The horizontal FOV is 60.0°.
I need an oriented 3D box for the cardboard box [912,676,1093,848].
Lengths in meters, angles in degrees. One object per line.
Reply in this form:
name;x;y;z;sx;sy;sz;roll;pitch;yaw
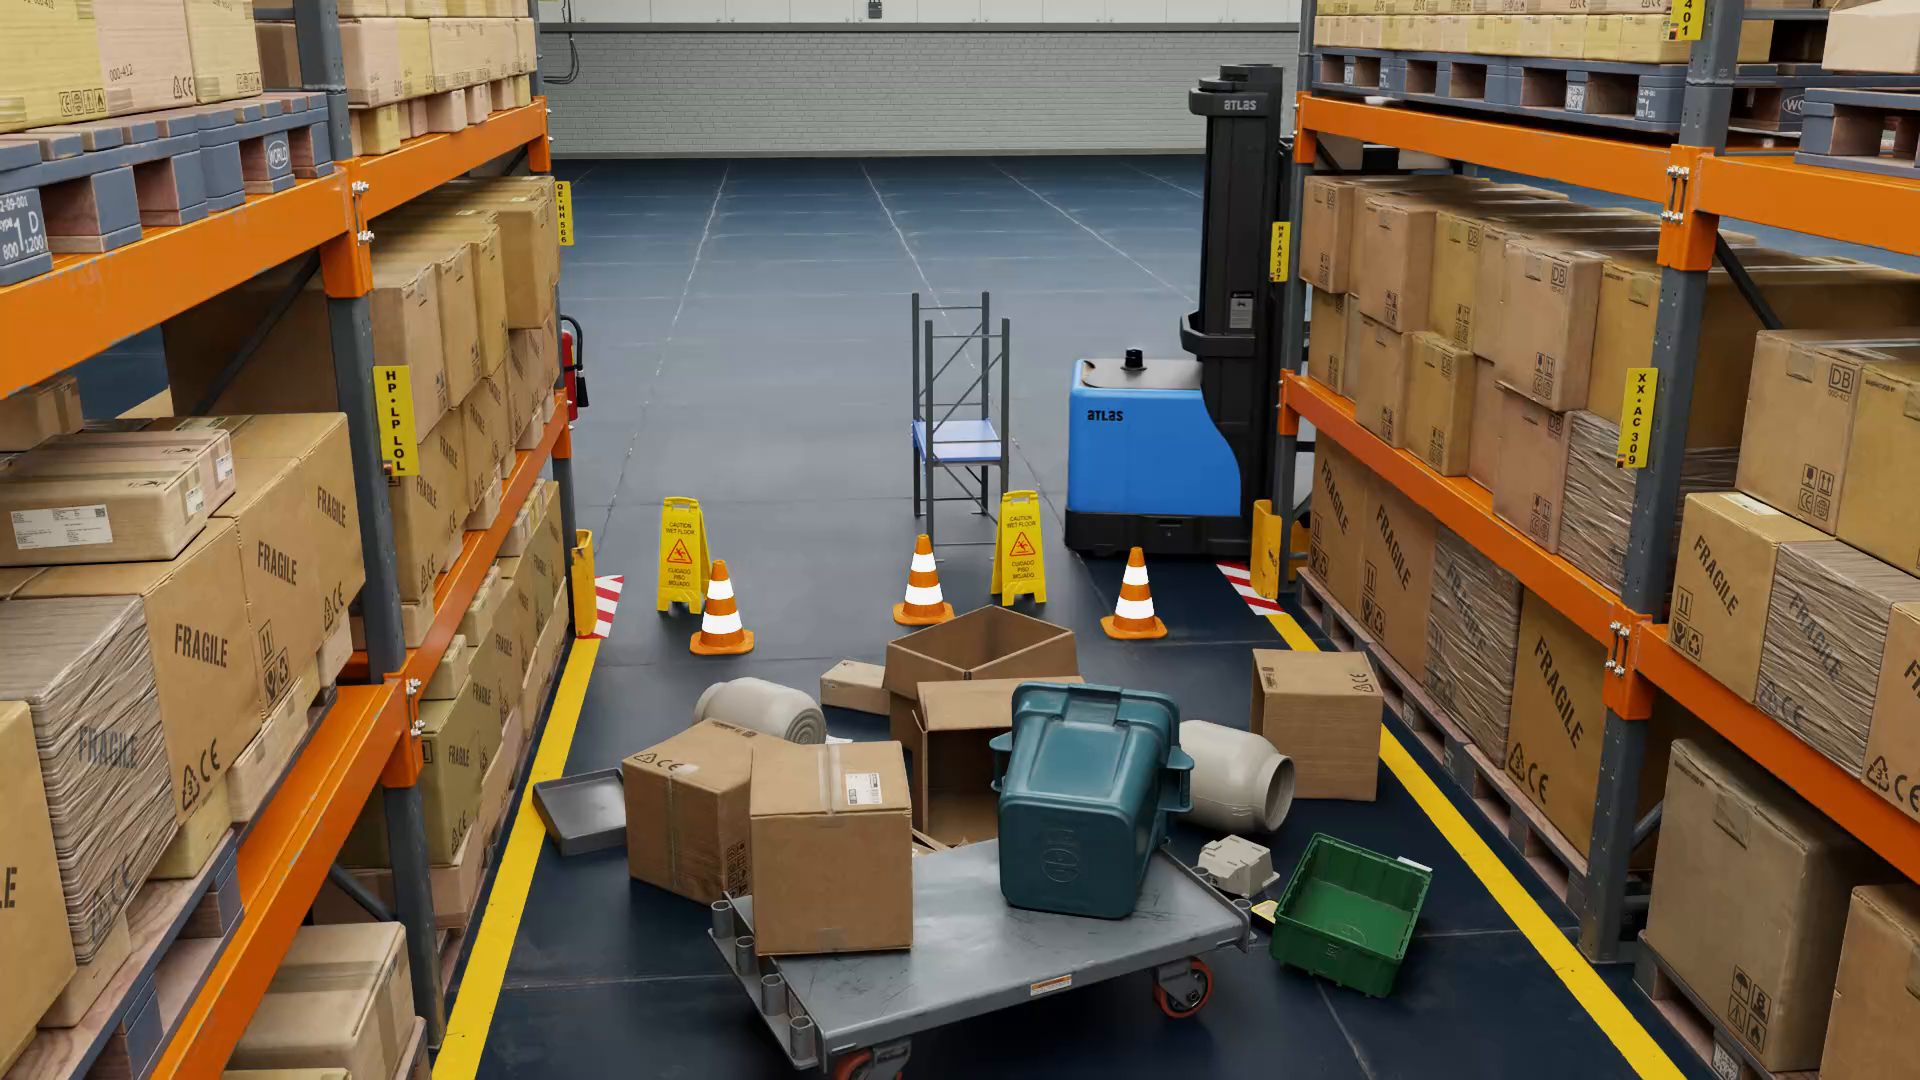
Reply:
cardboard box;0.202;0.884;6.794;0.797;0.637;0.503;-2;18;-6

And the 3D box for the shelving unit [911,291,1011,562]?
shelving unit;-0.009;-0.741;10.533;0.538;1.500;1.048;-2;18;-6

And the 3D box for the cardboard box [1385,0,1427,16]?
cardboard box;2.212;-2.445;7.335;0.500;0.250;0.500;-2;18;-6

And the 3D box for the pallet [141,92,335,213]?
pallet;-2.232;-0.928;3.932;1.213;0.211;1.003;-2;18;-6

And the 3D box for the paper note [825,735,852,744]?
paper note;-0.586;0.934;7.670;0.148;0.019;0.142;4;18;13

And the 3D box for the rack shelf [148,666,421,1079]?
rack shelf;-1.983;1.165;3.159;1.077;0.370;4.000;-2;18;-6

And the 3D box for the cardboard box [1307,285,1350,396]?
cardboard box;2.394;-1.111;8.958;0.875;0.550;0.550;-2;18;-6

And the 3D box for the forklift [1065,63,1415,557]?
forklift;2.198;-1.387;10.201;3.031;2.935;1.130;2;17;5

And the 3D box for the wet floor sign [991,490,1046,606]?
wet floor sign;0.338;0.027;9.514;0.267;0.644;0.232;-5;18;-15

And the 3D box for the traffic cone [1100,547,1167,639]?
traffic cone;0.953;0.264;9.065;0.336;0.463;0.334;-2;18;-6

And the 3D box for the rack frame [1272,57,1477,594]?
rack frame;2.311;-1.149;9.328;1.000;3.000;0.127;-2;18;-6

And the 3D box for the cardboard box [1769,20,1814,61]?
cardboard box;2.995;-1.712;5.667;0.380;0.149;0.250;-2;18;-5

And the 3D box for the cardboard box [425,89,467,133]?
cardboard box;-2.024;-1.572;6.090;0.380;0.149;0.250;-2;18;-7

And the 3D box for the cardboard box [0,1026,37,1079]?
cardboard box;-1.782;0.832;2.739;0.380;0.149;0.250;-1;17;-3

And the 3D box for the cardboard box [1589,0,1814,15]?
cardboard box;2.417;-1.845;5.425;0.500;0.250;0.500;-2;18;-6

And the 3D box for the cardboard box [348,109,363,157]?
cardboard box;-1.976;-1.187;4.861;0.380;0.149;0.250;-2;18;-6

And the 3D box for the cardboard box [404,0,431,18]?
cardboard box;-1.972;-1.804;5.497;0.380;0.149;0.250;-2;18;-6

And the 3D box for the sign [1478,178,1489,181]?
sign;2.852;-1.827;9.160;0.100;0.325;0.005;-2;18;-6

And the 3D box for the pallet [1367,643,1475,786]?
pallet;2.594;0.780;7.840;1.003;0.211;1.213;-2;18;-6

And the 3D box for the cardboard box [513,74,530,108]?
cardboard box;-2.229;-2.106;7.790;0.380;0.149;0.250;-2;18;-5

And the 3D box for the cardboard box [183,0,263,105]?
cardboard box;-1.985;-1.164;3.920;0.500;0.250;0.500;-2;18;-7

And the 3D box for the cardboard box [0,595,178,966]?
cardboard box;-1.759;0.424;2.953;0.500;0.500;0.500;-2;18;-8

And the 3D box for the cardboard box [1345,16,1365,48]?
cardboard box;2.080;-2.445;8.002;0.380;0.149;0.250;-2;18;-5

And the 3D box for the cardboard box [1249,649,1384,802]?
cardboard box;1.543;0.804;7.279;0.500;0.500;0.500;1;17;4

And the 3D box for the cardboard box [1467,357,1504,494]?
cardboard box;2.656;-0.466;6.903;0.875;0.550;0.550;-2;18;-6

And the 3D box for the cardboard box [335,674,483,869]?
cardboard box;-1.982;0.796;5.772;0.500;0.500;0.500;-1;17;-3

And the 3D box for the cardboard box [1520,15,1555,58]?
cardboard box;2.287;-1.843;6.084;0.380;0.149;0.250;-2;18;-5

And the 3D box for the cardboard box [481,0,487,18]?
cardboard box;-2.266;-2.335;7.188;0.380;0.149;0.250;-2;18;-5

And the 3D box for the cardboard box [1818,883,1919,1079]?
cardboard box;2.973;1.386;4.310;1.050;0.750;0.750;-2;18;-6

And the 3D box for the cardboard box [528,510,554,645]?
cardboard box;-2.203;0.174;7.752;0.500;0.500;0.500;-1;17;-4

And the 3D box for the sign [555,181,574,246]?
sign;-2.048;-1.680;8.560;0.100;0.325;0.005;-2;18;-6

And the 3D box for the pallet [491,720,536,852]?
pallet;-2.423;0.993;7.161;1.003;0.211;1.213;-2;18;-6

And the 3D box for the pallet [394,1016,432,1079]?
pallet;-2.108;1.788;4.628;1.003;0.211;1.213;-2;18;-6

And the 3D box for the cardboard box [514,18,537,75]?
cardboard box;-2.281;-2.323;7.815;0.500;0.250;0.500;-2;18;-6

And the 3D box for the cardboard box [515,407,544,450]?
cardboard box;-2.153;-0.516;7.733;0.380;0.149;0.250;-1;17;-5

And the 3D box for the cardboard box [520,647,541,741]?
cardboard box;-2.146;0.689;7.365;0.500;0.250;0.500;-2;18;-8

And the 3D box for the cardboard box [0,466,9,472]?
cardboard box;-2.374;0.134;3.878;0.500;0.500;0.500;-2;18;-5

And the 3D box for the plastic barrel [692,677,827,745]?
plastic barrel;-0.883;0.832;7.320;0.512;0.421;0.421;11;21;32

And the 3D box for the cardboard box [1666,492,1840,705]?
cardboard box;2.510;0.160;4.992;0.500;0.500;0.500;-2;17;-5

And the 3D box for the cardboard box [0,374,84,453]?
cardboard box;-2.493;-0.322;4.249;0.380;0.149;0.250;-2;18;-6

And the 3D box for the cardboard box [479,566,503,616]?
cardboard box;-2.021;0.214;6.543;0.380;0.149;0.250;-1;17;-2

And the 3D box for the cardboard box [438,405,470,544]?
cardboard box;-2.033;-0.252;5.809;0.500;0.500;0.500;-2;18;-6

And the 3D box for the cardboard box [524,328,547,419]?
cardboard box;-2.225;-0.853;7.722;0.500;0.500;0.500;-2;18;-6

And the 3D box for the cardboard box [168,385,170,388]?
cardboard box;-2.601;-0.396;6.267;0.500;0.500;0.500;-1;17;-4

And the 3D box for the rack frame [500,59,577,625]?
rack frame;-2.602;-0.966;8.745;1.000;3.000;0.127;-2;18;-6

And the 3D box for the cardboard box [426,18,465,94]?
cardboard box;-2.064;-1.718;5.888;0.500;0.250;0.500;-2;18;-5

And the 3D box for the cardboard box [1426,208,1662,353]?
cardboard box;2.566;-1.138;7.240;0.875;0.550;0.500;-2;18;-6

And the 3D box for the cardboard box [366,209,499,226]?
cardboard box;-2.219;-1.034;6.631;0.700;0.500;0.500;-2;18;-6

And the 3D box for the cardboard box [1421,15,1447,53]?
cardboard box;2.185;-2.144;7.043;0.380;0.149;0.250;-2;18;-5

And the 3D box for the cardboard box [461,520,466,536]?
cardboard box;-2.088;-0.063;6.289;0.380;0.149;0.250;-2;18;-6

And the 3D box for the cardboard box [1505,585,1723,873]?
cardboard box;2.728;0.667;6.391;0.875;0.875;0.875;-2;17;-5

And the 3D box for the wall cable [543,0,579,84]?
wall cable;-10.447;-11.813;38.466;3.097;2.526;0.112;-2;18;-6

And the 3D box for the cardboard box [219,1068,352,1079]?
cardboard box;-2.056;1.650;4.101;0.950;0.372;0.625;-1;17;-2

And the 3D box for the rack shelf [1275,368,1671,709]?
rack shelf;2.517;-0.210;7.538;1.077;0.370;4.000;-2;18;-6

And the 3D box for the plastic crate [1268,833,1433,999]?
plastic crate;1.402;1.346;5.981;0.450;0.188;0.662;18;23;19

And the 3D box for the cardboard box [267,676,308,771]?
cardboard box;-1.790;0.445;3.970;0.380;0.149;0.250;-2;18;-7
